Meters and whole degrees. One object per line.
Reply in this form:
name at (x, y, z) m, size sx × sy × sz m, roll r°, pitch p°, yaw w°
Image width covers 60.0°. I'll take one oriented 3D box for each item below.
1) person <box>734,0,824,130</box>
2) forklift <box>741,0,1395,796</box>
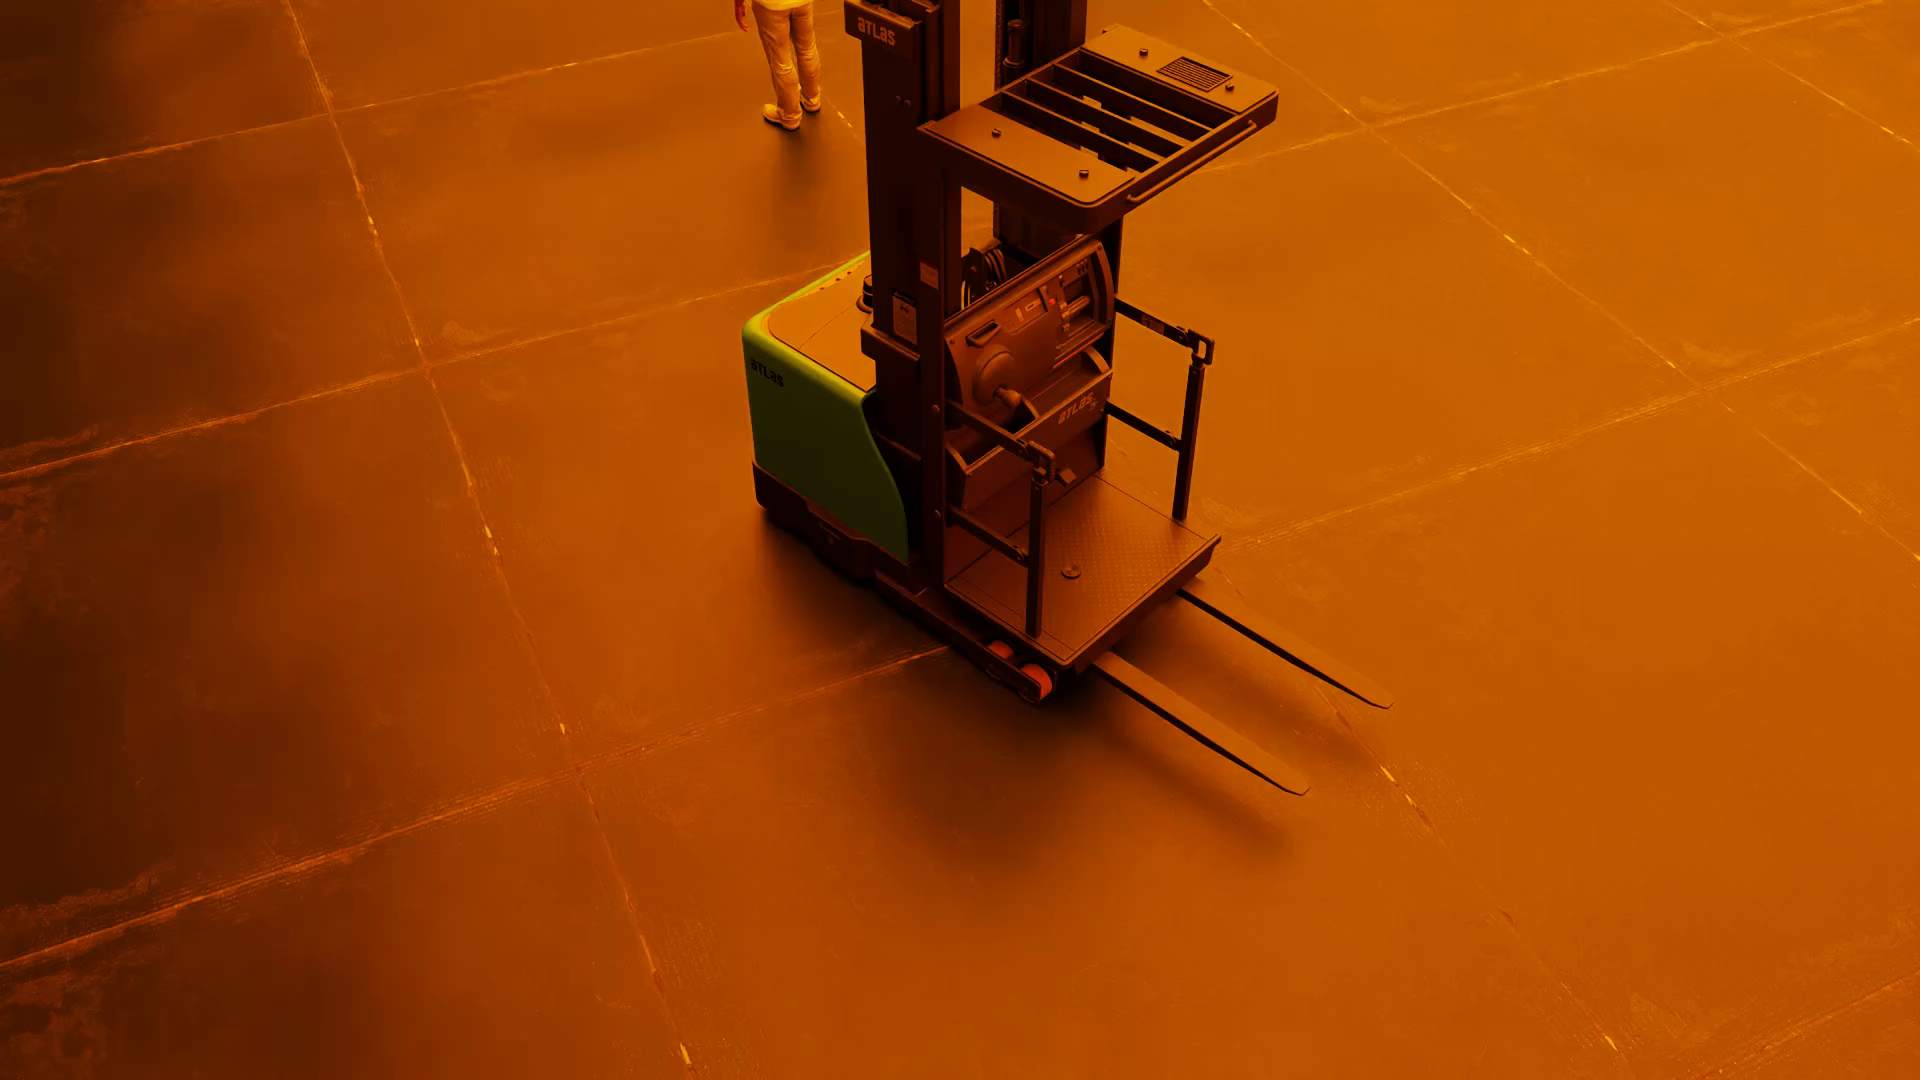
person at (-1.112, -3.349, 10.112) m, size 0.666 × 1.766 × 0.576 m, roll -27°, pitch 49°, yaw -26°
forklift at (0.445, -0.788, 6.525) m, size 3.031 × 2.935 × 1.130 m, roll 32°, pitch 52°, yaw 30°
